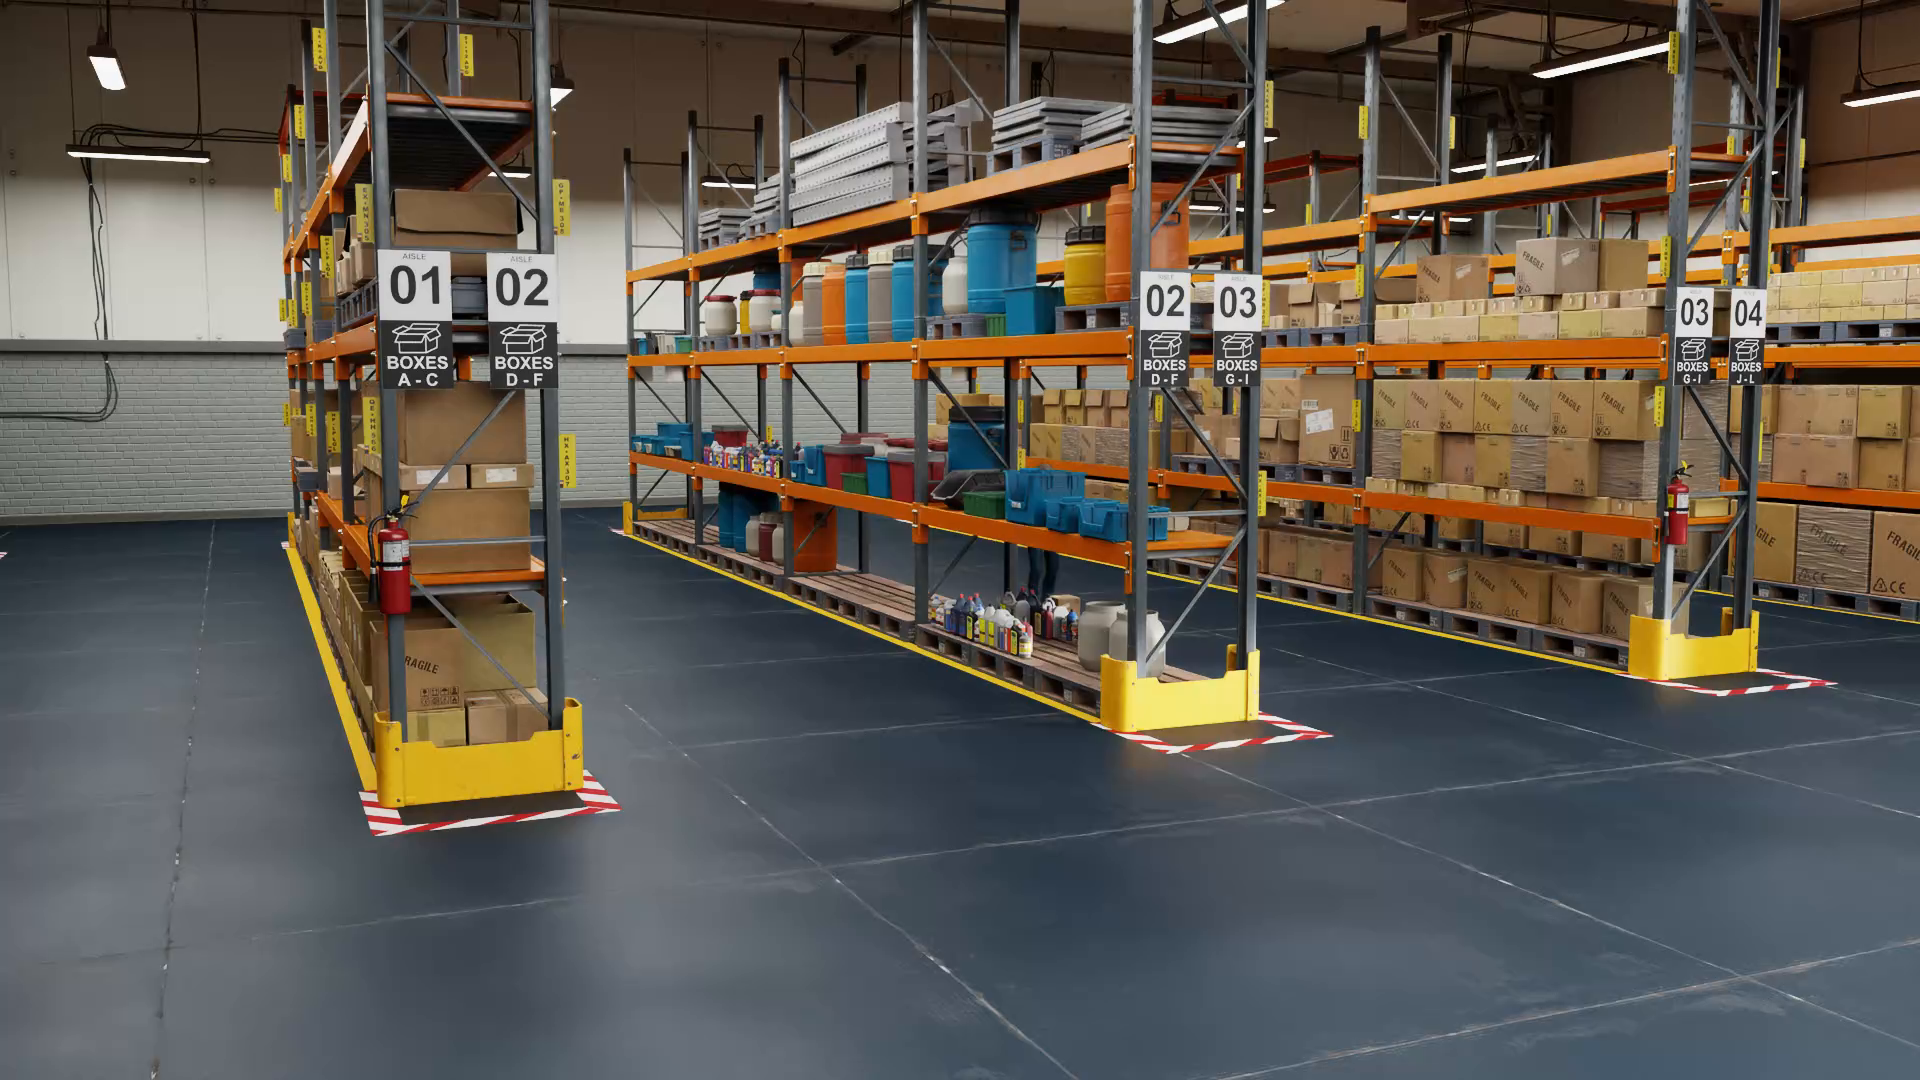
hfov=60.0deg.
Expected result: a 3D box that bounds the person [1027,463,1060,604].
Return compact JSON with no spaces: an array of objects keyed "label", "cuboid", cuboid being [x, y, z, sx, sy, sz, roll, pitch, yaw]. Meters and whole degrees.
[{"label":"person","cuboid":[0.882,-0.005,17.305,0.407,1.593,0.304,-2,6,-22]}]
